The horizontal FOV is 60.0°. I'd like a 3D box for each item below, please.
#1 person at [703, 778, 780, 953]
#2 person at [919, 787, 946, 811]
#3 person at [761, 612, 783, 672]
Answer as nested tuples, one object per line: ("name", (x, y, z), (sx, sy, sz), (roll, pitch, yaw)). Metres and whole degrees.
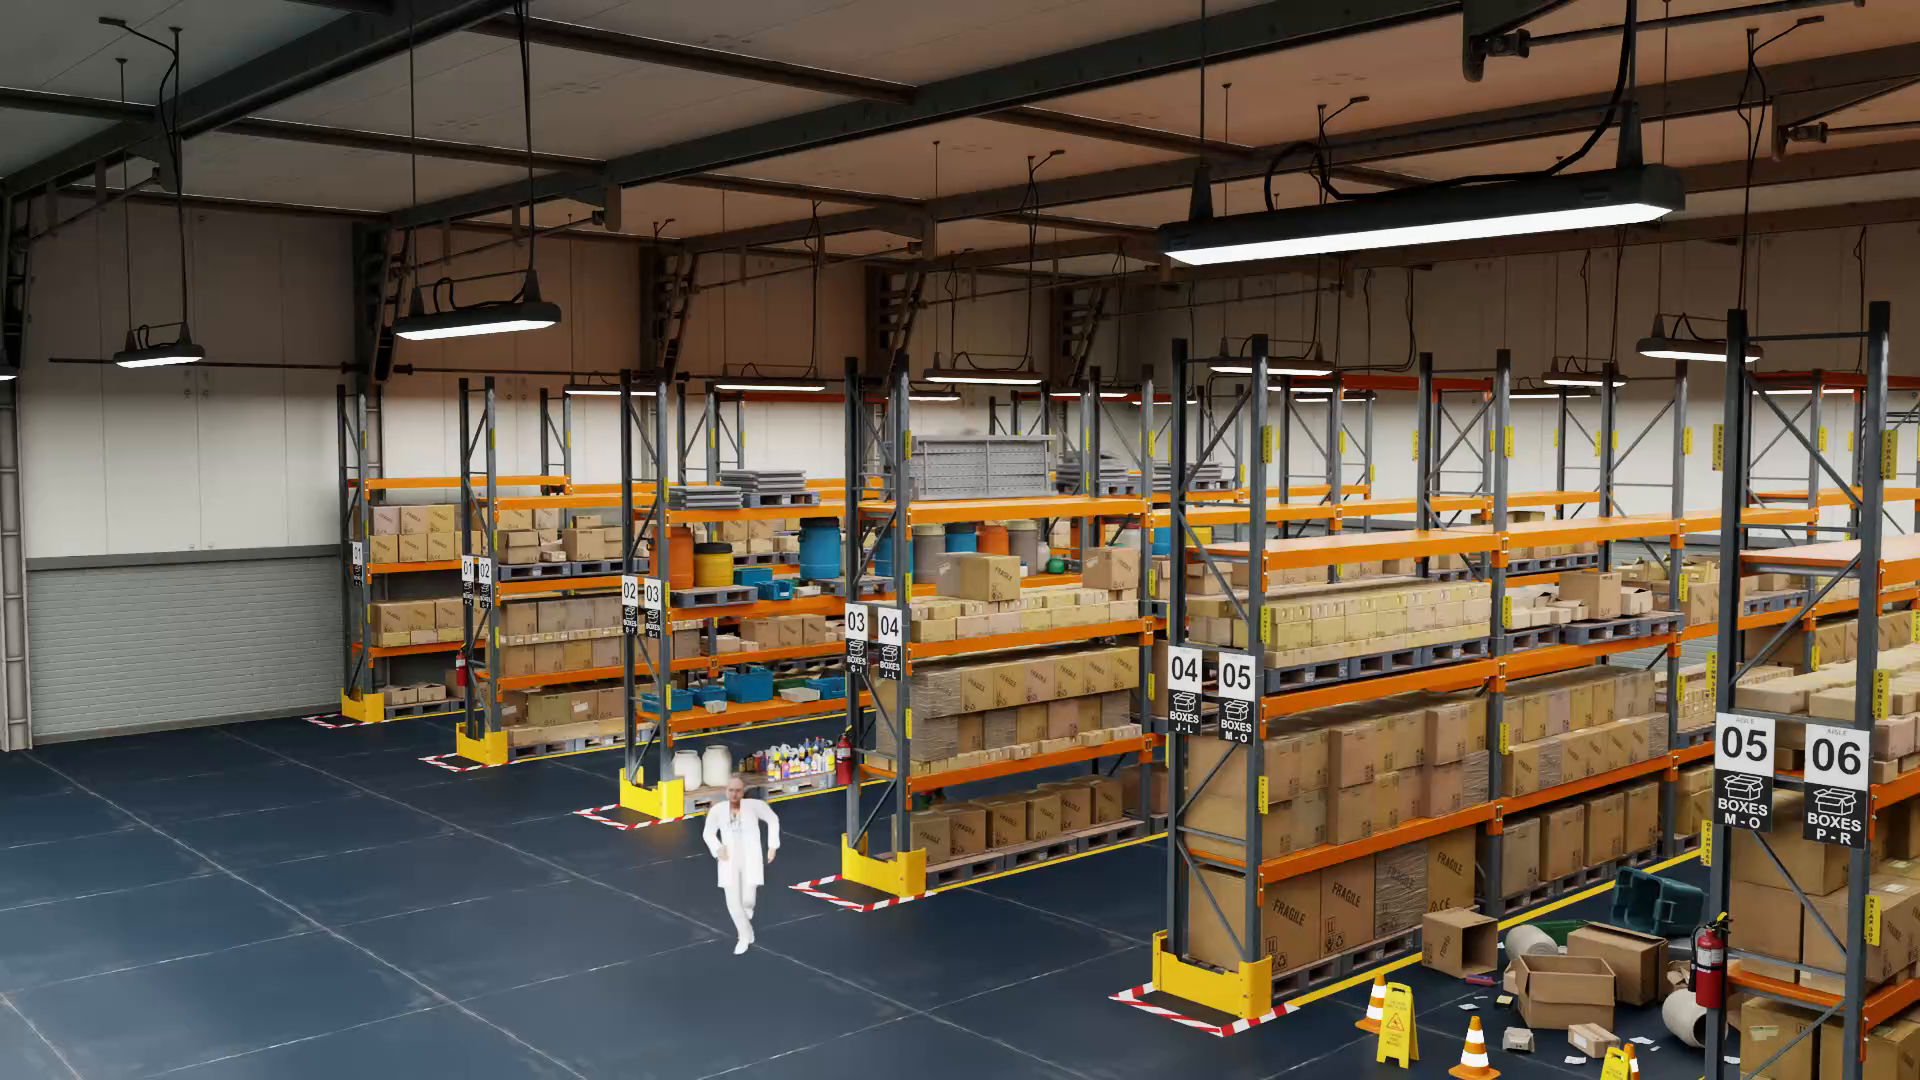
("person", (-2.189, 3.272, 16.646), (0.755, 1.646, 0.739), (0, 4, -1))
("person", (-0.421, 2.779, 22.207), (0.645, 1.800, 0.903), (2, 4, 32))
("person", (-3.578, 2.195, 32.033), (0.710, 1.773, 0.943), (3, 5, 42))
